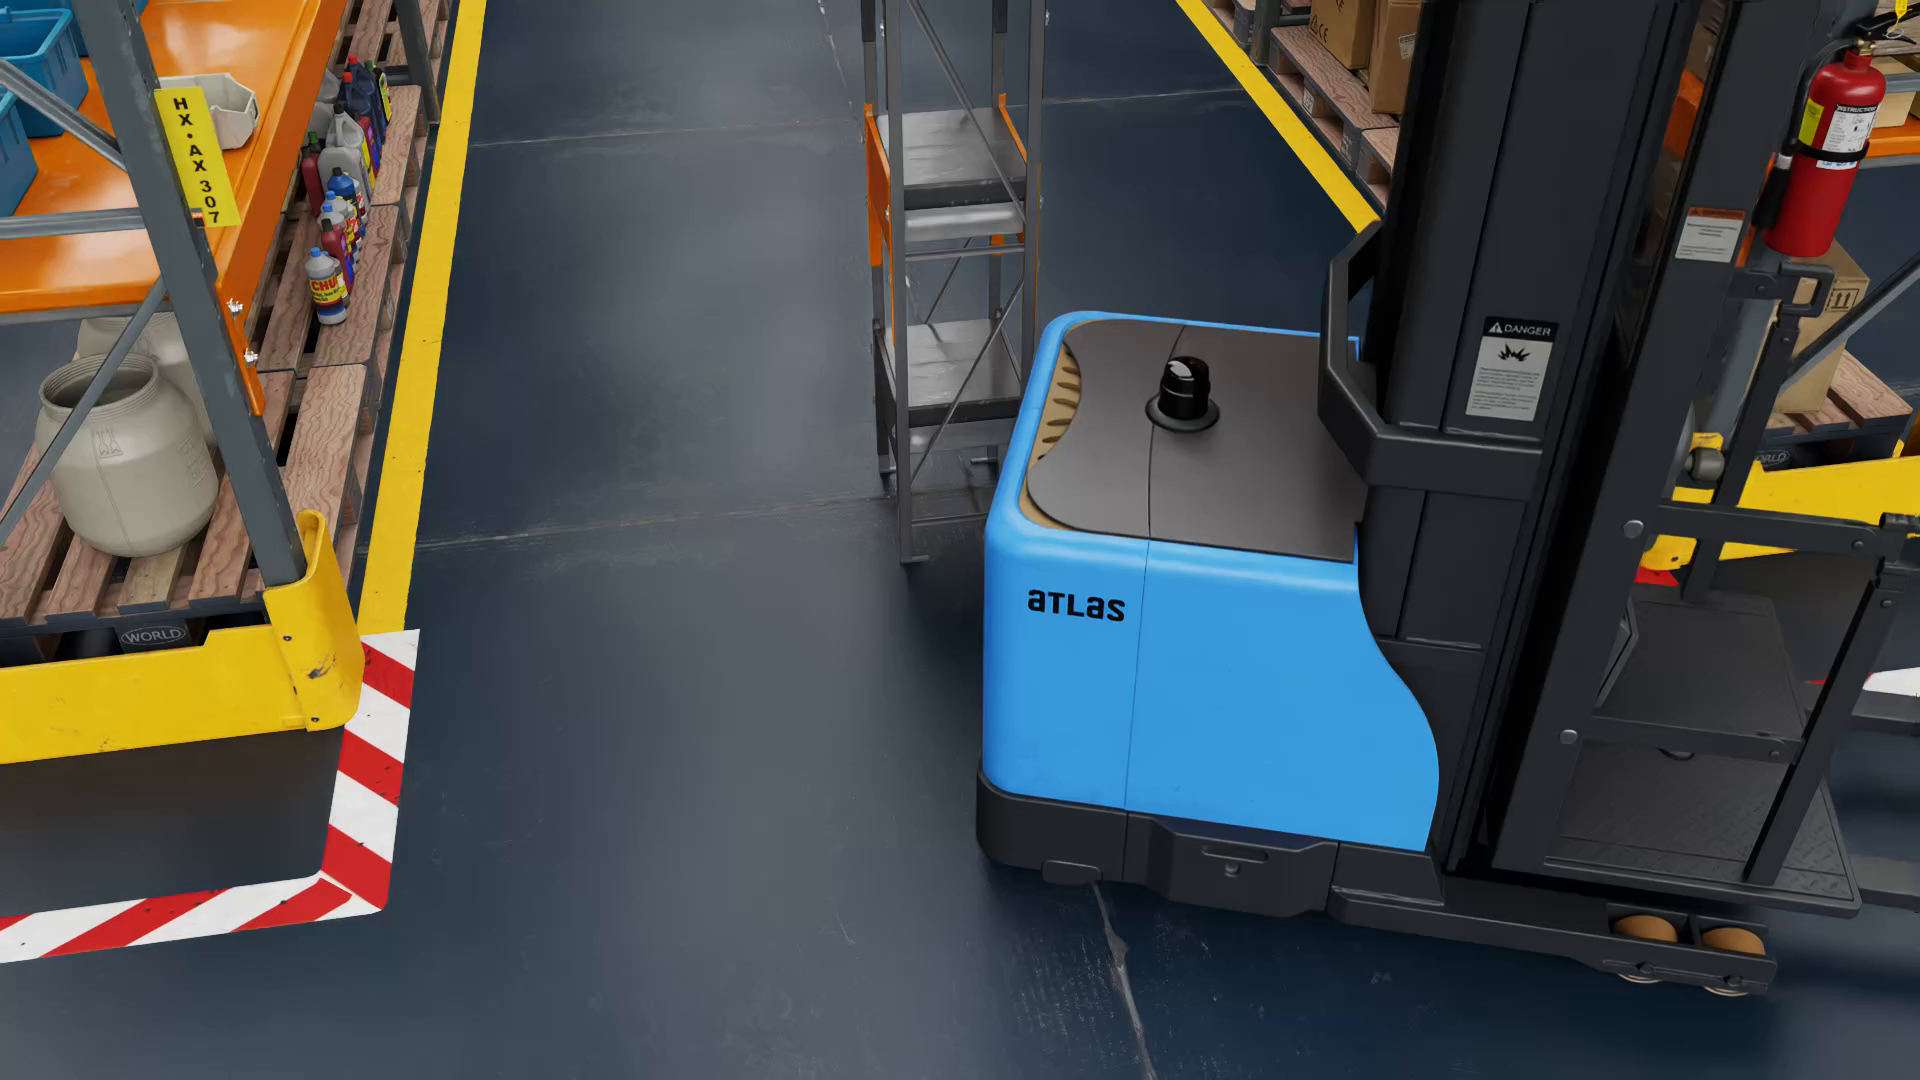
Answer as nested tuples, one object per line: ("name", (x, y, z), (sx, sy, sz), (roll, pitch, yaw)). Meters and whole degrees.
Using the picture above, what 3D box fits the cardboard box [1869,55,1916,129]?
("cardboard box", (2.406, -1.256, 4.626), (0.380, 0.149, 0.250), (-6, 38, -8))

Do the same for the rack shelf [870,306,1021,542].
("rack shelf", (-0.029, -0.366, 5.172), (0.431, 0.518, 0.480), (-6, 38, -8))

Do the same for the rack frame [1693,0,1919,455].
("rack frame", (2.659, -1.205, 4.356), (1.000, 3.000, 0.127), (-6, 38, -8))

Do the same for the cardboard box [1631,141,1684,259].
("cardboard box", (2.427, -1.120, 5.942), (0.500, 0.500, 0.500), (3, 38, 4))

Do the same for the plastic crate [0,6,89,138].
("plastic crate", (-2.708, -1.277, 4.570), (0.499, 0.251, 0.408), (-6, 38, -8))

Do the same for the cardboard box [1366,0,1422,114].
("cardboard box", (2.096, -2.209, 7.344), (0.500, 0.500, 0.500), (5, 38, 7))

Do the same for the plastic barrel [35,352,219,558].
("plastic barrel", (-2.408, -0.245, 4.806), (0.421, 0.512, 0.421), (0, 38, 0))

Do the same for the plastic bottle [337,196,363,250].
("plastic bottle", (-2.323, -1.197, 6.268), (0.097, 0.201, 0.097), (0, 38, 0))

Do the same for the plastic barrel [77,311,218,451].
("plastic barrel", (-2.496, -0.548, 5.196), (0.421, 0.512, 0.421), (0, 38, 0))

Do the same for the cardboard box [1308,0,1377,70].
("cardboard box", (1.988, -2.554, 7.788), (0.500, 0.500, 0.500), (-7, 38, -9))

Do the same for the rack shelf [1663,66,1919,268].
("rack shelf", (2.308, -2.129, 6.132), (1.077, 0.370, 4.000), (-6, 38, -8))

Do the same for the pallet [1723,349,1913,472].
("pallet", (2.538, -0.644, 5.907), (1.003, 0.211, 1.213), (-6, 38, -8))

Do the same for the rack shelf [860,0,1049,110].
("rack shelf", (-0.029, -1.471, 4.313), (0.431, 0.518, 0.480), (-6, 38, -8))

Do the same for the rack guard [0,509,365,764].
("rack guard", (-2.277, 0.274, 4.490), (1.175, 0.500, 0.348), (-6, 38, -8))

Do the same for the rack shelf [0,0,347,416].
("rack shelf", (-2.568, -1.596, 5.446), (1.077, 0.370, 4.000), (-6, 38, -8))

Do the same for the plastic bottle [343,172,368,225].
("plastic bottle", (-2.359, -1.321, 6.428), (0.097, 0.201, 0.097), (0, 38, 0))

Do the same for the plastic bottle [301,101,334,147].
("plastic bottle", (-2.630, -1.682, 6.831), (0.152, 0.276, 0.135), (-6, 38, -8))

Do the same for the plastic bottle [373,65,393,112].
("plastic bottle", (-2.548, -1.972, 7.265), (0.097, 0.201, 0.097), (0, 38, 0))

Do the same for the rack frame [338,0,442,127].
("rack frame", (-2.919, -3.089, 6.781), (1.000, 3.000, 0.127), (-6, 38, -8))

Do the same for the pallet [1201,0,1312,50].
("pallet", (1.820, -2.990, 8.927), (1.003, 0.211, 1.213), (-6, 38, -8))

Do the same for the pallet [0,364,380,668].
("pallet", (-2.414, -0.103, 5.211), (1.003, 0.211, 1.213), (-6, 38, -8))

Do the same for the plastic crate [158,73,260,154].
("plastic crate", (-2.057, -1.144, 4.492), (0.298, 0.136, 0.250), (-6, 38, -8))

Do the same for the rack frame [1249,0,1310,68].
("rack frame", (1.958, -3.621, 7.466), (1.000, 3.000, 0.127), (-6, 38, -8))

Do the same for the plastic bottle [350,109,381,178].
("plastic bottle", (-2.419, -1.622, 6.748), (0.061, 0.283, 0.133), (-4, 38, -5))

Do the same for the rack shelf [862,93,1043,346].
("rack shelf", (-0.029, -0.918, 4.743), (0.431, 0.518, 0.480), (-6, 38, -8))

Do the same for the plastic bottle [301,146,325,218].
("plastic bottle", (-2.512, -1.410, 6.476), (0.061, 0.283, 0.133), (-6, 38, -8))

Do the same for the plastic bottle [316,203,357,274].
("plastic bottle", (-2.289, -1.104, 6.092), (0.097, 0.271, 0.097), (0, 38, 0))

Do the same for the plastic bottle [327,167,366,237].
("plastic bottle", (-2.342, -1.287, 6.327), (0.097, 0.271, 0.097), (0, 38, 0))

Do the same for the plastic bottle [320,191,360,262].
("plastic bottle", (-2.306, -1.165, 6.170), (0.097, 0.271, 0.097), (0, 38, 0))

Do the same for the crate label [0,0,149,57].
("crate label", (-2.806, -1.769, 5.053), (0.502, 0.435, 0.616), (-6, 38, -8))

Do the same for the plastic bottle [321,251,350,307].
("plastic bottle", (-2.247, -0.932, 5.927), (0.097, 0.201, 0.097), (0, 38, 0))

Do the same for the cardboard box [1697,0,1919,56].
("cardboard box", (2.589, -1.697, 4.666), (0.875, 0.500, 0.500), (-6, 38, -8))

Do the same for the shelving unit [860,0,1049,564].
("shelving unit", (-0.029, -0.929, 4.735), (0.431, 2.100, 0.503), (-6, 38, -8))

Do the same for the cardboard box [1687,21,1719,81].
("cardboard box", (2.362, -1.407, 4.821), (0.380, 0.149, 0.250), (-6, 38, -8))

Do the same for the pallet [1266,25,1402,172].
("pallet", (2.110, -2.118, 7.804), (1.003, 0.211, 1.213), (-6, 38, -8))

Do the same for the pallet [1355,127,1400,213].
("pallet", (2.327, -1.380, 6.854), (1.003, 0.211, 1.213), (-6, 38, -8))

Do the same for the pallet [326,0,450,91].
("pallet", (-3.095, -2.457, 8.241), (1.003, 0.211, 1.213), (-6, 38, -8))

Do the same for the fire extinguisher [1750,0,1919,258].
("fire extinguisher", (2.225, -1.056, 4.227), (0.296, 0.674, 0.183), (-6, 38, -8))

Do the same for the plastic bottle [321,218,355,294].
("plastic bottle", (-2.250, -1.041, 6.000), (0.061, 0.283, 0.133), (-6, 38, -7))

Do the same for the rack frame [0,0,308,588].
("rack frame", (-2.217, -0.673, 3.671), (1.000, 3.000, 0.127), (-6, 38, -8))

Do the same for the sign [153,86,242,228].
("sign", (-1.675, -0.838, 3.659), (0.100, 0.325, 0.005), (-6, 38, -8))

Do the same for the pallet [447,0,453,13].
("pallet", (-3.312, -3.196, 9.192), (1.003, 0.211, 1.213), (-6, 38, -8))

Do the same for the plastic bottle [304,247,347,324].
("plastic bottle", (-2.228, -0.897, 5.825), (0.097, 0.271, 0.097), (0, 38, 0))

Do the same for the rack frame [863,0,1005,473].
("rack frame", (-0.072, -1.077, 4.924), (0.400, 2.100, 0.015), (-6, 38, -8))

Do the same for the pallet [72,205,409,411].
("pallet", (-2.625, -0.839, 6.158), (1.003, 0.211, 1.213), (-6, 38, -8))

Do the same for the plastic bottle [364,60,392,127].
("plastic bottle", (-2.510, -1.934, 7.151), (0.061, 0.283, 0.133), (-4, 38, -6))

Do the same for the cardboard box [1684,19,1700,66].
("cardboard box", (2.268, -1.553, 5.008), (0.380, 0.149, 0.250), (-6, 38, -8))

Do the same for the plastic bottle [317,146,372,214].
("plastic bottle", (-2.407, -1.419, 6.493), (0.152, 0.276, 0.135), (-6, 38, -7))

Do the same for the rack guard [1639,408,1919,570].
("rack guard", (2.646, -0.264, 5.182), (1.175, 0.500, 0.348), (-6, 38, -8))

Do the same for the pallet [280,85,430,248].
("pallet", (-2.842, -1.577, 7.108), (1.003, 0.211, 1.213), (-6, 38, -8))

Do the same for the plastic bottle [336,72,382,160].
("plastic bottle", (-2.488, -1.742, 6.848), (0.144, 0.351, 0.185), (-8, 39, -10))

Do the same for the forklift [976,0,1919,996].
("forklift", (1.608, -0.450, 3.440), (3.031, 2.935, 1.130), (7, 38, 9))

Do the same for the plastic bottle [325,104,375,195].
("plastic bottle", (-2.432, -1.547, 6.597), (0.144, 0.351, 0.185), (-6, 38, -8))

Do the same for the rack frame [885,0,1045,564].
("rack frame", (0.014, -0.782, 4.545), (0.400, 2.100, 0.015), (-6, 38, -8))

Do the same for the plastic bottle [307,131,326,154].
("plastic bottle", (-2.528, -1.494, 6.584), (0.061, 0.283, 0.133), (-6, 38, -8))

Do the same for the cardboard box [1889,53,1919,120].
("cardboard box", (2.844, -1.304, 4.688), (0.380, 0.149, 0.250), (-6, 38, -8))

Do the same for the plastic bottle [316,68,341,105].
("plastic bottle", (-2.664, -1.843, 6.977), (0.144, 0.351, 0.185), (-6, 38, -8))

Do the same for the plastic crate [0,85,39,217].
("plastic crate", (-2.600, -0.884, 4.064), (0.499, 0.251, 0.616), (-6, 38, -8))

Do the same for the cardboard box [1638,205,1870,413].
("cardboard box", (2.566, -0.763, 5.482), (0.500, 0.500, 0.500), (0, 38, 1))

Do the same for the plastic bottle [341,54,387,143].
("plastic bottle", (-2.522, -1.858, 6.997), (0.144, 0.351, 0.185), (-7, 38, -9))
